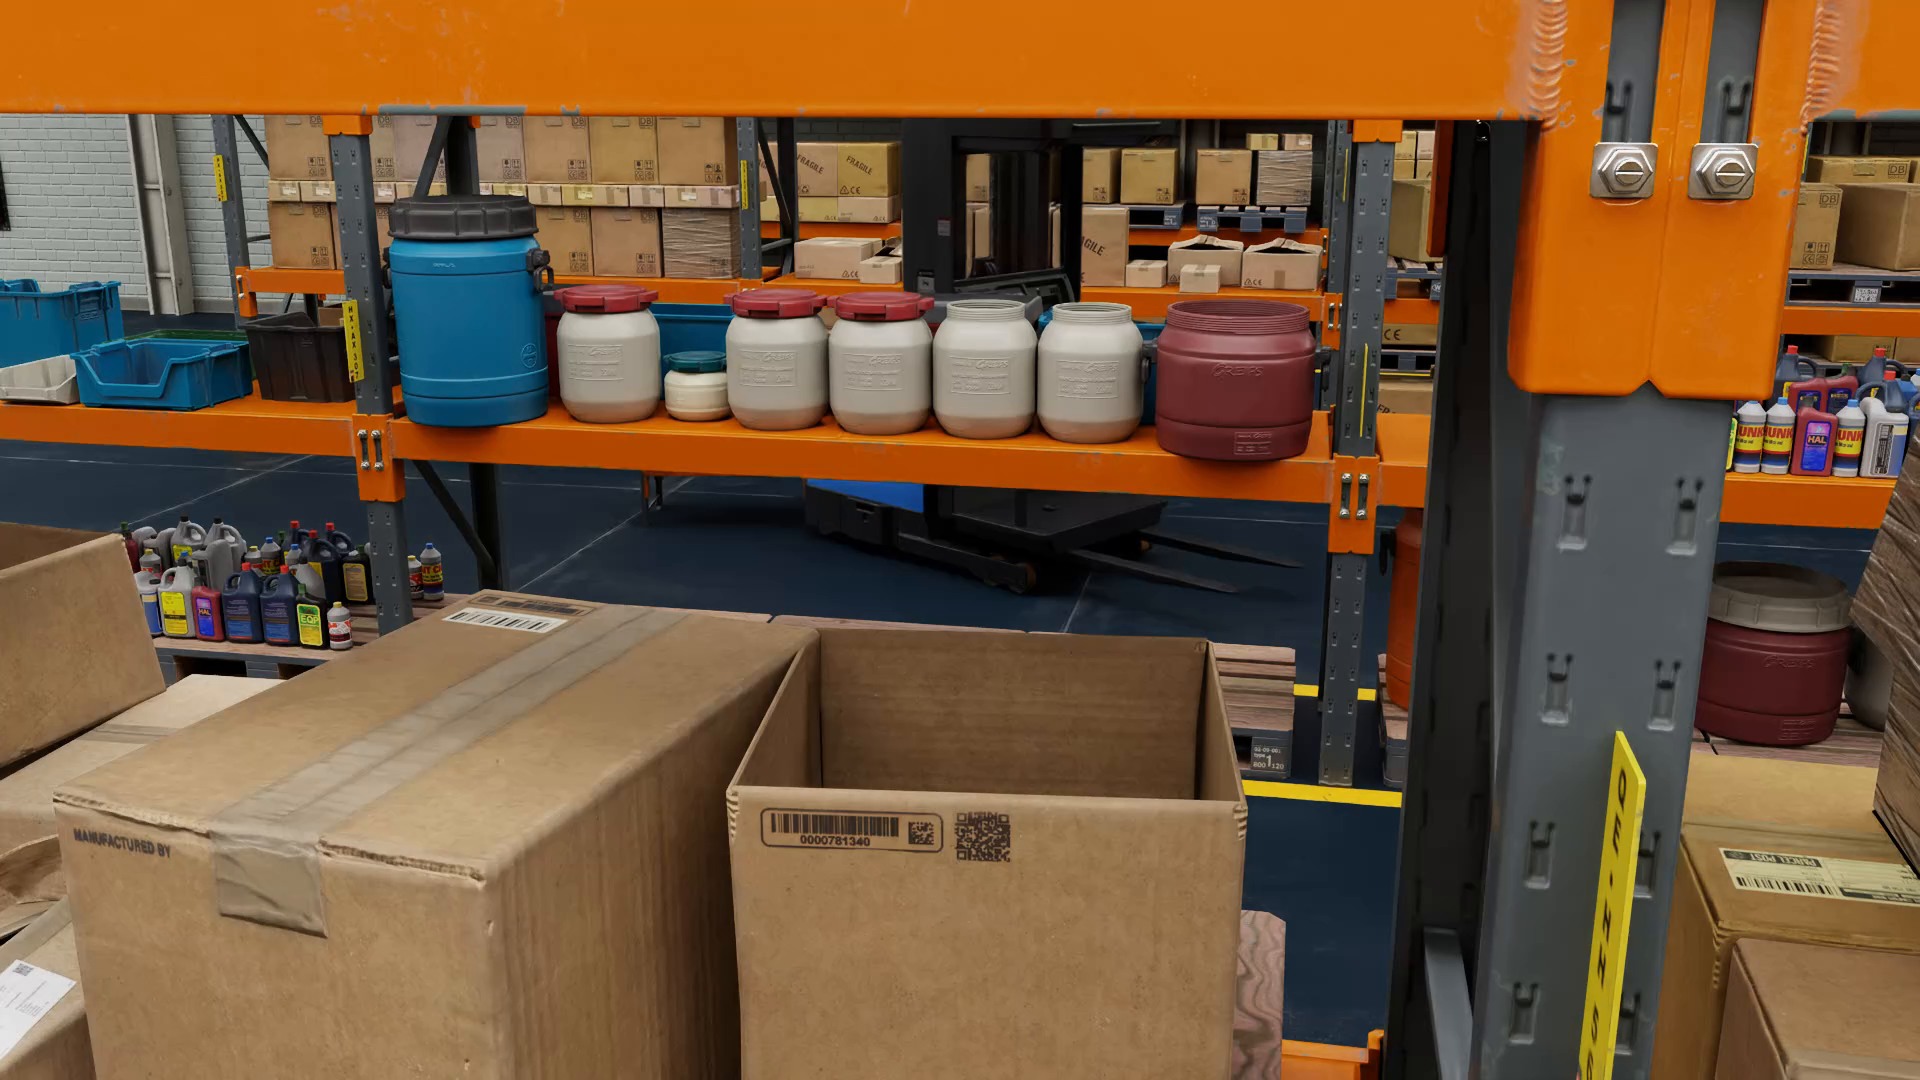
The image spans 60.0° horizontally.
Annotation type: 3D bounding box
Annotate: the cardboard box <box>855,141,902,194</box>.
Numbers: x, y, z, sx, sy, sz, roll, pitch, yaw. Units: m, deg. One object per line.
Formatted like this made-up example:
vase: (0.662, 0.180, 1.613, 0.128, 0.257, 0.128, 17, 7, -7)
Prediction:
cardboard box: (-0.799, -3.791, 16.899, 0.500, 0.500, 0.500, 3, 16, 10)

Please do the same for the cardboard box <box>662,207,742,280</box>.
cardboard box: (-1.800, -2.187, 12.081, 0.500, 0.500, 0.700, 3, 16, 10)

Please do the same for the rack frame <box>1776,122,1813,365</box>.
rack frame: (7.460, -2.987, 15.158, 0.127, 3.000, 1.000, 3, 16, 11)

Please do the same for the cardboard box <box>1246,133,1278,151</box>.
cardboard box: (2.877, -3.797, 15.853, 0.250, 0.149, 0.380, 0, 15, 2)

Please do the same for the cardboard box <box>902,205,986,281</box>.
cardboard box: (-0.098, -2.092, 11.738, 0.500, 0.500, 0.500, 4, 16, 15)

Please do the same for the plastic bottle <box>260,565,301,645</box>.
plastic bottle: (-3.043, 0.284, 7.485, 0.185, 0.351, 0.144, 3, 16, 10)

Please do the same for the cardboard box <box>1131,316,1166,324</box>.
cardboard box: (1.850, -2.309, 16.567, 0.500, 0.500, 0.700, 3, 16, 11)

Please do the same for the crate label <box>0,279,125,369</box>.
crate label: (-4.417, -1.024, 8.004, 0.616, 0.435, 0.502, 3, 16, 11)

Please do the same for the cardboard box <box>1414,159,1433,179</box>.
cardboard box: (4.476, -3.278, 15.426, 0.500, 0.500, 0.500, 4, 16, 13)

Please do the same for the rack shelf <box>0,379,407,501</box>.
rack shelf: (-4.314, -0.581, 7.818, 4.000, 0.370, 1.077, 3, 16, 11)

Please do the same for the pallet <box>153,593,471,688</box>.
pallet: (-3.004, 0.476, 7.879, 1.213, 0.211, 1.003, 3, 16, 11)

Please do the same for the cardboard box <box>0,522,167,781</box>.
cardboard box: (-1.624, 0.290, 2.345, 0.637, 0.503, 0.797, 5, 16, 17)

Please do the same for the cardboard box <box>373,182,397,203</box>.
cardboard box: (-4.191, -2.572, 12.257, 0.250, 0.149, 0.380, 3, 16, 10)

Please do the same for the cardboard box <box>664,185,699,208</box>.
cardboard box: (-1.915, -2.450, 11.815, 0.250, 0.149, 0.380, 3, 16, 10)

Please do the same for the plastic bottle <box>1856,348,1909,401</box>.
plastic bottle: (3.626, -0.578, 6.551, 0.185, 0.351, 0.144, 3, 16, 11)

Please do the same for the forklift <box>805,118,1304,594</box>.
forklift: (0.474, -1.281, 9.127, 3.031, 2.935, 1.130, 14, 21, 42)

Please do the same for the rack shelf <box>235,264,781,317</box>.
rack shelf: (-3.323, -1.877, 12.495, 4.000, 0.370, 1.077, 3, 16, 11)

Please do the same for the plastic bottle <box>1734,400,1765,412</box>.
plastic bottle: (3.167, -0.582, 6.691, 0.133, 0.283, 0.061, 3, 16, 11)

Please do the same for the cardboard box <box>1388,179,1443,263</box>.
cardboard box: (3.196, -2.151, 11.163, 0.500, 0.500, 0.700, -2, 16, -8)

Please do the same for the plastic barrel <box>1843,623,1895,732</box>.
plastic barrel: (3.726, 0.476, 6.527, 0.421, 0.512, 0.421, 0, 15, 0)

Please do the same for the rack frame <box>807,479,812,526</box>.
rack frame: (-0.930, -0.693, 10.387, 0.032, 1.125, 0.500, 0, 15, 1)

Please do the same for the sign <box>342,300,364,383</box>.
sign: (-2.475, -0.811, 6.784, 0.005, 0.325, 0.100, 3, 16, 11)

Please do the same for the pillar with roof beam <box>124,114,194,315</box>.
pillar with roof beam: (-10.179, -5.899, 14.431, 0.400, 9.000, 9.100, 3, 16, 11)

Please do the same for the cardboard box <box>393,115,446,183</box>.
cardboard box: (-3.766, -2.919, 12.293, 0.500, 0.500, 0.700, 3, 16, 11)

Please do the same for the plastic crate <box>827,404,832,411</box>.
plastic crate: (-0.591, -0.700, 7.299, 0.662, 0.188, 0.450, 3, 16, 11)

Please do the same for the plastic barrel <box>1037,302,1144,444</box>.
plastic barrel: (0.515, -0.661, 6.551, 0.421, 0.512, 0.421, 0, 15, 0)

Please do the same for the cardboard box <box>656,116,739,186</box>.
cardboard box: (-1.800, -2.812, 11.908, 0.500, 0.500, 0.700, 3, 16, 11)

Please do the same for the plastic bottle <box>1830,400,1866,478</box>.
plastic bottle: (3.165, -0.364, 5.929, 0.097, 0.271, 0.097, 0, 15, 0)

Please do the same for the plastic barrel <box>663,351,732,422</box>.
plastic barrel: (-1.088, -0.644, 6.958, 0.301, 0.262, 0.301, 0, 15, 0)

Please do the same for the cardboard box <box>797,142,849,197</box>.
cardboard box: (-1.395, -3.681, 16.501, 0.500, 0.500, 0.500, 3, 16, 11)

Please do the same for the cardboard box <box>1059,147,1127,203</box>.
cardboard box: (1.310, -3.579, 16.281, 0.500, 0.500, 0.700, 5, 16, 19)

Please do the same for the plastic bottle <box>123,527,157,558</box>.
plastic bottle: (-4.145, 0.070, 8.398, 0.135, 0.276, 0.152, 3, 16, 12)

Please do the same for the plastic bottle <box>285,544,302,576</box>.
plastic bottle: (-3.229, 0.154, 8.104, 0.097, 0.271, 0.097, 0, 15, 0)

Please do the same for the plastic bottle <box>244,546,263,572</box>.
plastic bottle: (-3.520, 0.132, 8.313, 0.097, 0.201, 0.097, 0, 15, 0)

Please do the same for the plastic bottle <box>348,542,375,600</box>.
plastic bottle: (-2.901, 0.138, 8.154, 0.135, 0.276, 0.152, 4, 16, 13)

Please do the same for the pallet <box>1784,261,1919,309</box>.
pallet: (5.715, -1.670, 10.761, 1.213, 0.211, 1.003, 3, 16, 11)

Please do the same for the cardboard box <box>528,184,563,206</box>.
cardboard box: (-2.917, -2.504, 12.011, 0.250, 0.149, 0.380, 4, 16, 13)

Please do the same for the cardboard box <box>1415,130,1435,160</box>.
cardboard box: (4.460, -3.643, 15.337, 0.500, 0.250, 0.500, 3, 16, 10)

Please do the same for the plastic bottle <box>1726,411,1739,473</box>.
plastic bottle: (2.727, -0.389, 5.995, 0.133, 0.283, 0.061, 3, 16, 11)

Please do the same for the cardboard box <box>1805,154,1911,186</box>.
cardboard box: (7.988, -3.099, 14.998, 0.700, 0.700, 0.980, 3, 16, 12)

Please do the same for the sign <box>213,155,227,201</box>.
sign: (-5.400, -2.640, 12.134, 0.005, 0.325, 0.100, 3, 16, 11)

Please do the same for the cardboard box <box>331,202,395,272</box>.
cardboard box: (-4.313, -2.323, 12.572, 0.500, 0.500, 0.700, 4, 16, 13)

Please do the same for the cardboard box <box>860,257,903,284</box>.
cardboard box: (-0.536, -1.895, 11.686, 0.250, 0.149, 0.380, 3, 16, 11)

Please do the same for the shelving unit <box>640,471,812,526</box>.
shelving unit: (-1.439, -0.695, 10.393, 1.048, 1.125, 0.538, 0, 15, 1)

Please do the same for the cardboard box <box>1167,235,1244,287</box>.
cardboard box: (1.718, -1.959, 11.614, 0.500, 0.311, 0.500, 3, 16, 10)

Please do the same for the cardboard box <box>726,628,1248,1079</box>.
cardboard box: (0.041, 0.418, 1.889, 0.500, 0.500, 0.500, 1, 16, 4)

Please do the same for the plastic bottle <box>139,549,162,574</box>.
plastic bottle: (-4.016, 0.147, 8.260, 0.097, 0.201, 0.097, 0, 15, 0)

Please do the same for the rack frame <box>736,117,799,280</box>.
rack frame: (-1.364, -2.117, 12.015, 0.127, 3.000, 1.000, 3, 16, 11)

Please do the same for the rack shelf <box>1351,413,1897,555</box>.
rack shelf: (3.525, -0.155, 6.282, 4.000, 0.370, 1.077, 3, 16, 11)

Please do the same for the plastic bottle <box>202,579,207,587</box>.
plastic bottle: (-3.552, 0.261, 7.694, 0.133, 0.283, 0.061, 3, 16, 11)

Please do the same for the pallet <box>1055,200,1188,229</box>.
pallet: (1.592, -3.202, 16.293, 1.213, 0.211, 1.003, 3, 16, 11)

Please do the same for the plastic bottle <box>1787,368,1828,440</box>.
plastic bottle: (3.319, -0.534, 6.520, 0.133, 0.283, 0.061, 3, 16, 11)

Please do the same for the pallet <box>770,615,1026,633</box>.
pallet: (-0.378, 0.618, 7.364, 1.213, 0.211, 1.003, 3, 16, 11)
